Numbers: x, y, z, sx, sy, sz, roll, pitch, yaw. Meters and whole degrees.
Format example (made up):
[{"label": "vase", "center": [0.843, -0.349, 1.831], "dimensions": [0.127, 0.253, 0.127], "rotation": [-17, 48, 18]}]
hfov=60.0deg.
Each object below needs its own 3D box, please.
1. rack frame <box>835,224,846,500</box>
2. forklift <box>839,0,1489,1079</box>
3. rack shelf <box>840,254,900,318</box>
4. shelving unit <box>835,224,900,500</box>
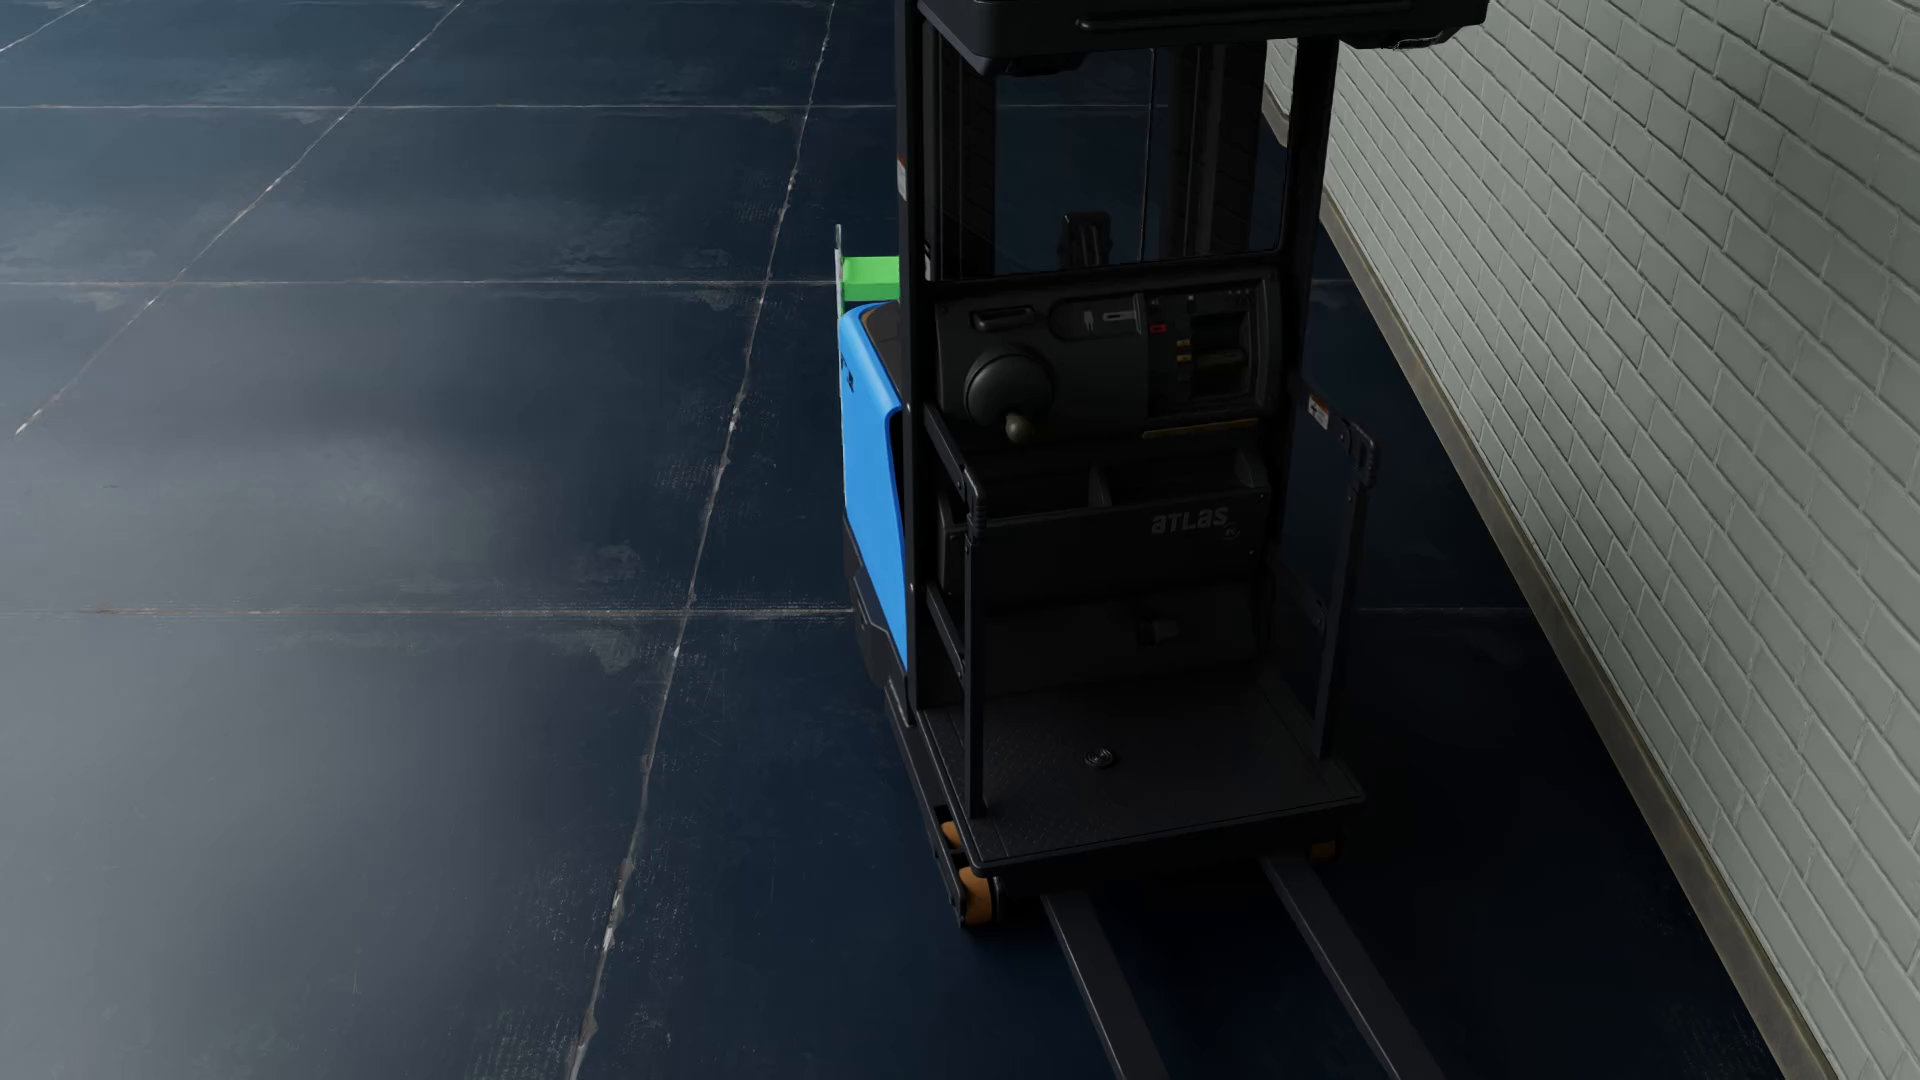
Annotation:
[{"label": "rack frame", "center": [-0.413, -0.512, 5.937], "dimensions": [0.015, 1.200, 0.240], "rotation": [-2, 31, -3]}, {"label": "forklift", "center": [0.448, -0.426, 4.127], "dimensions": [1.130, 2.935, 3.031], "rotation": [-8, 32, -12]}, {"label": "rack shelf", "center": [-0.170, -0.874, 5.732], "dimensions": [0.480, 0.148, 0.258], "rotation": [-2, 31, -3]}, {"label": "shelving unit", "center": [-0.170, -0.518, 5.948], "dimensions": [0.503, 1.200, 0.258], "rotation": [-2, 31, -3]}]
